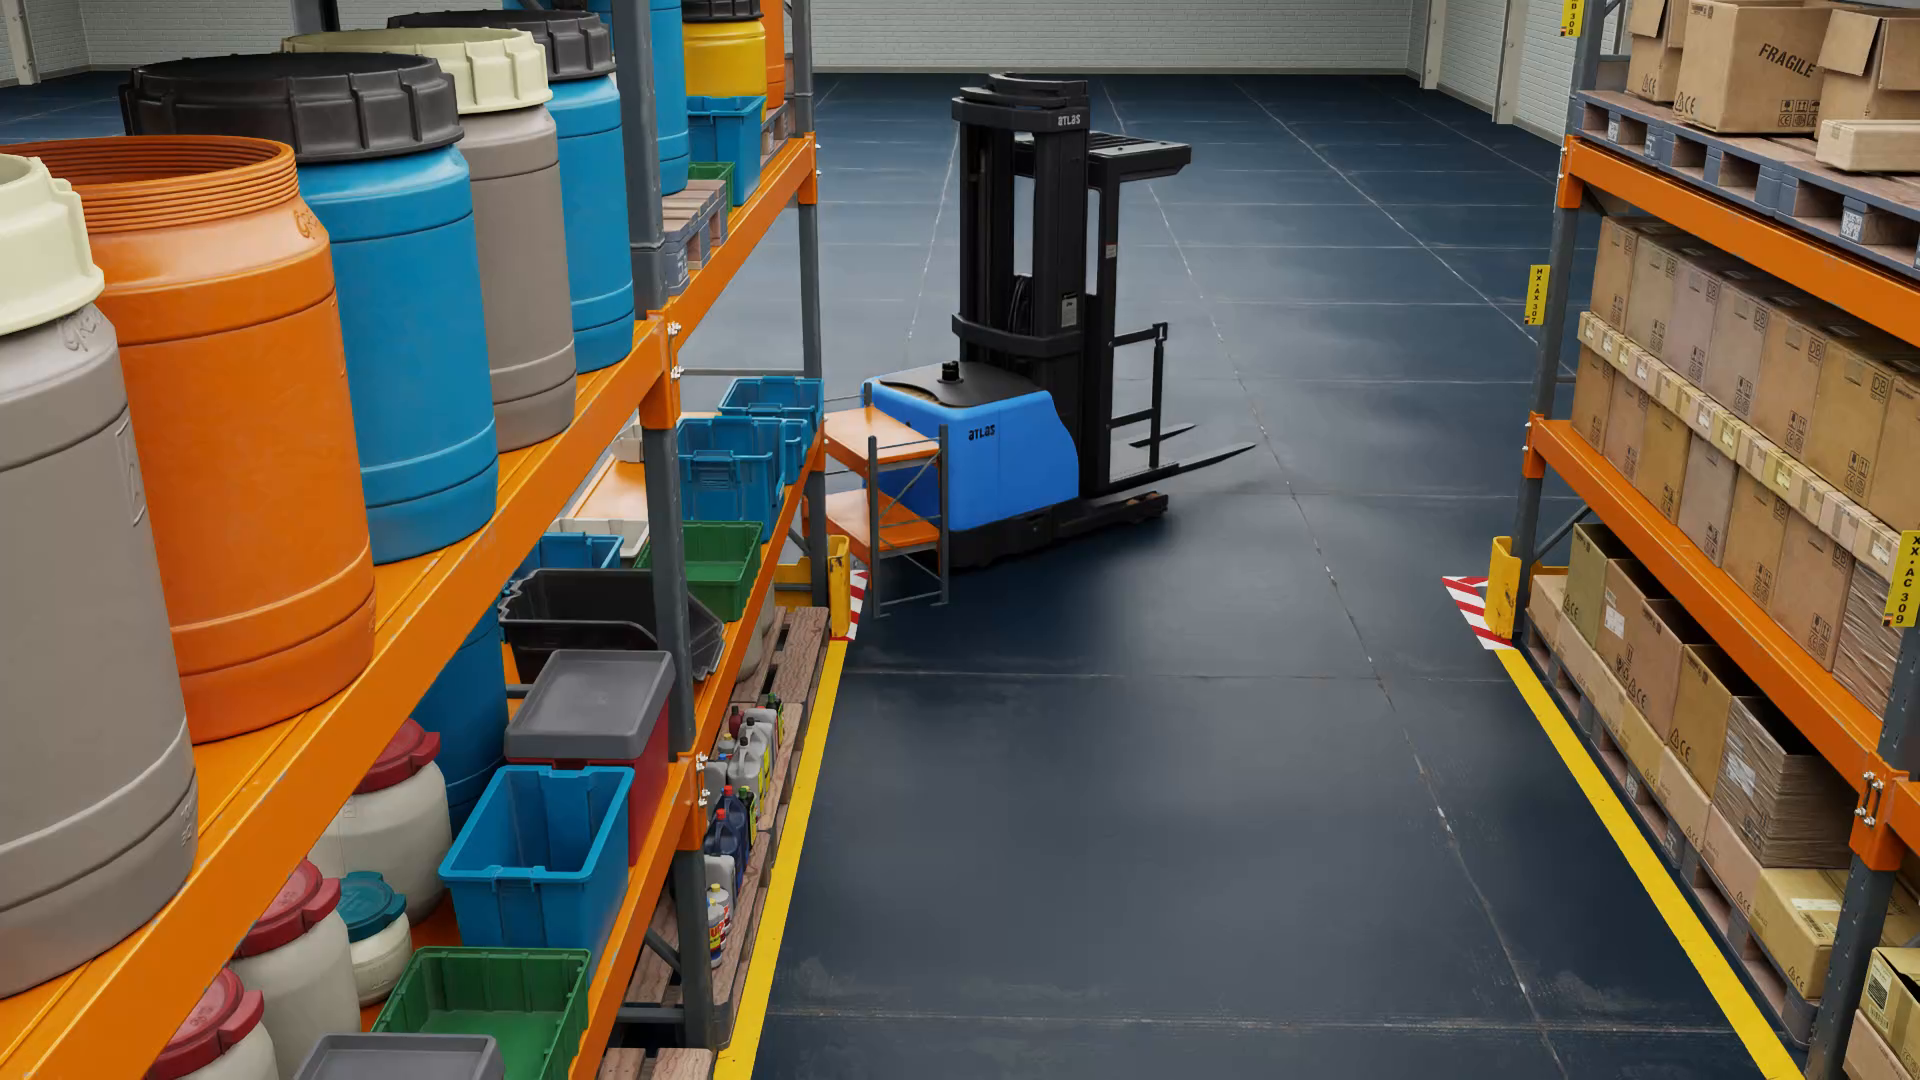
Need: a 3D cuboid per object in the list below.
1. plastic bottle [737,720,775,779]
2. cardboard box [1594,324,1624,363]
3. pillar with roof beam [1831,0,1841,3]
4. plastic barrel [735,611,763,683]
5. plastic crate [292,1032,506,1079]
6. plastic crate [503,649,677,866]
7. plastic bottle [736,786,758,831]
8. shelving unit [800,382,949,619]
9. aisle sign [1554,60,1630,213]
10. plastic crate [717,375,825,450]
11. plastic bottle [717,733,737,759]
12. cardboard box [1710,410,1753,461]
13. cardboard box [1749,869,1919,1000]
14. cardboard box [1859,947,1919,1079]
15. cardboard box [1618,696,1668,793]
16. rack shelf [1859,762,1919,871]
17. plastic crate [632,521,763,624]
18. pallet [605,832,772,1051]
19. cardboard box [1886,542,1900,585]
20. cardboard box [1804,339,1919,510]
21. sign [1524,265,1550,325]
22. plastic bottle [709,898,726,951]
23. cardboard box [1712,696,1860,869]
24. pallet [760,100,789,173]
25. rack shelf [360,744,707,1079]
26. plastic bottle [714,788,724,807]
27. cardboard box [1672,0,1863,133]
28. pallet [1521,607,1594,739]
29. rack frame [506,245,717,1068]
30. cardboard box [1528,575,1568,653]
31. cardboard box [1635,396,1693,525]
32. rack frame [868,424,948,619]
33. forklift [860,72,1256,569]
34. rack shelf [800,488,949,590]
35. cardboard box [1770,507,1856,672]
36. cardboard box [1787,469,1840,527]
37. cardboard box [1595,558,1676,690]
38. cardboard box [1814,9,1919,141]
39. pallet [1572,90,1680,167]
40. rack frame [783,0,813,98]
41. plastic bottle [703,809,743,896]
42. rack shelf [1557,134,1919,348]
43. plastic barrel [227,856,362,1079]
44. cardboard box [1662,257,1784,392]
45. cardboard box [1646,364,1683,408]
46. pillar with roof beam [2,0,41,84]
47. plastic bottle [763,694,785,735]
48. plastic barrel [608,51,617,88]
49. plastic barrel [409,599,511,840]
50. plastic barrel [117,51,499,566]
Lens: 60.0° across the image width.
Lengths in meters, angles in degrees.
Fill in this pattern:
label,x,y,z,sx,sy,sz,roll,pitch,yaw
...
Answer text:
label,x,y,z,sx,sy,sz,roll,pitch,yaw
plastic bottle,-0.934,0.942,7.610,0.152,0.276,0.135,0,21,0
cardboard box,3.442,-0.990,8.399,0.380,0.149,0.250,0,21,0
pillar with roof beam,5.531,-7.743,18.546,9.100,9.000,0.400,1,21,2
plastic barrel,-1.235,0.452,8.576,0.421,0.512,0.421,0,21,0
plastic crate,-1.165,1.350,3.315,0.402,0.464,0.583,1,21,2
plastic crate,-1.107,0.663,5.086,0.402,0.464,0.583,1,21,2
plastic bottle,-0.921,1.156,7.163,0.097,0.201,0.097,0,21,0
shelving unit,-0.540,-0.264,10.155,0.538,1.125,1.048,-11,24,-26
aisle sign,3.370,-2.115,8.740,0.394,0.787,0.004,1,21,2
plastic crate,-0.993,-0.679,8.837,0.499,0.251,0.616,1,21,2
plastic bottle,-1.059,0.983,7.610,0.097,0.201,0.097,0,21,0
cardboard box,3.392,-0.435,6.968,0.380,0.149,0.250,1,21,3
cardboard box,3.348,1.486,6.273,0.500,0.250,0.500,1,21,2
cardboard box,3.291,1.541,5.355,0.500,0.311,0.500,1,21,2
cardboard box,3.388,0.944,7.671,0.500,0.250,0.500,1,21,2
rack shelf,3.492,1.629,3.680,1.077,0.370,4.000,1,21,2
plastic crate,-1.075,0.125,6.852,0.450,0.188,0.662,1,21,2
pallet,-1.336,1.572,6.686,1.003,0.211,1.213,1,21,2
cardboard box,3.347,0.120,5.537,0.380,0.149,0.250,1,21,2
cardboard box,3.574,-0.425,6.045,0.700,0.500,0.500,1,21,1
sign,3.120,-1.325,8.991,0.100,0.325,0.005,1,21,2
plastic bottle,-0.947,1.467,6.363,0.097,0.201,0.097,0,21,0
cardboard box,3.375,0.956,6.603,0.500,0.500,0.500,1,21,2
pallet,-1.399,-1.944,8.008,1.003,0.211,1.213,1,21,2
rack shelf,-1.459,1.573,3.824,1.077,0.370,4.000,1,21,2
plastic bottle,-0.986,1.172,7.025,0.097,0.271,0.097,0,21,0
cardboard box,3.351,-1.985,6.939,0.500,0.500,0.500,1,21,2
pallet,3.693,0.701,8.931,1.003,0.211,1.213,1,21,2
rack frame,-1.398,0.514,5.557,1.000,3.000,0.127,1,21,2
cardboard box,3.436,0.401,9.069,0.500,0.250,0.500,1,21,2
cardboard box,3.615,-0.385,7.736,0.700,0.500,0.500,1,21,2
rack frame,-0.297,-0.103,9.739,0.500,1.125,0.032,-11,24,-26
forklift,0.801,-1.605,11.114,3.031,2.935,1.130,-17,27,-36
rack shelf,-0.540,-0.036,10.243,0.538,0.278,1.000,-11,24,-26
cardboard box,3.569,0.172,6.300,0.700,0.500,0.500,0,21,1
cardboard box,3.369,-0.159,6.256,0.380,0.149,0.250,1,21,2
cardboard box,3.420,0.413,8.001,0.500,0.500,0.500,1,21,2
cardboard box,3.729,-1.732,6.282,0.797,0.503,0.637,3,21,8
pallet,3.627,-1.978,7.956,1.003,0.211,1.213,1,21,2
rack frame,-1.277,-3.729,8.199,1.000,3.000,0.127,1,21,2
plastic bottle,-0.959,1.257,6.697,0.144,0.351,0.185,1,21,3
rack shelf,3.614,-1.216,6.864,1.077,0.370,4.000,1,21,2
plastic barrel,-1.669,1.060,3.964,0.433,0.535,0.433,0,21,0
cardboard box,3.621,-0.967,7.444,0.700,0.500,0.500,1,21,2
cardboard box,3.417,-0.712,7.684,0.380,0.149,0.250,0,21,0
pillar with roof beam,-16.801,-14.504,35.968,9.100,9.000,0.400,1,21,2
plastic bottle,-0.894,0.836,7.987,0.097,0.201,0.097,0,21,0
plastic barrel,-1.189,-1.286,5.314,0.421,0.512,0.421,0,21,0
plastic barrel,-1.713,0.417,5.115,0.600,0.901,0.708,1,21,2
plastic barrel,-1.237,-0.459,3.225,0.600,0.901,0.708,1,21,2
